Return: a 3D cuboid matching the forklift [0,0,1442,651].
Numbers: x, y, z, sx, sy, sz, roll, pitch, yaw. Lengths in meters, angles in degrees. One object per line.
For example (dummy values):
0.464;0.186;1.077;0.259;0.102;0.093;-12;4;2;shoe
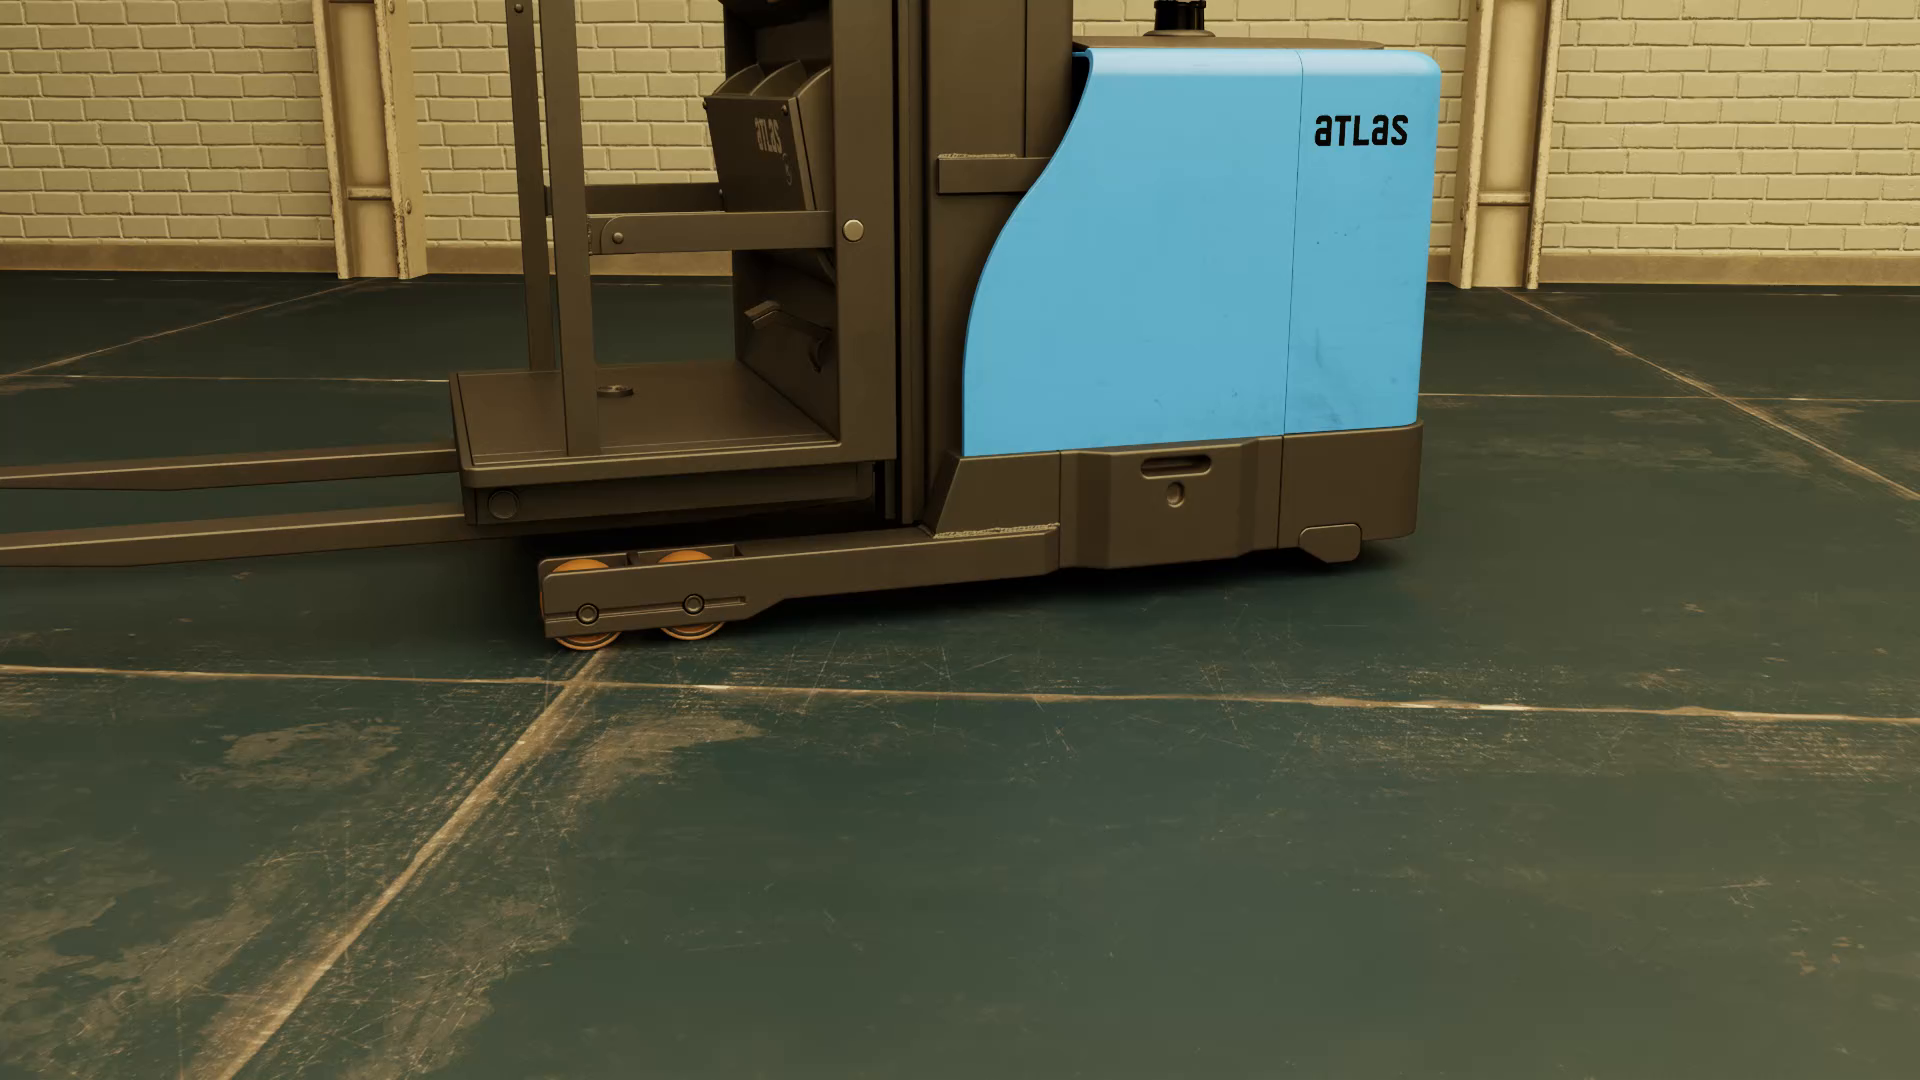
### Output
-0.580;-1.366;3.251;3.031;2.935;1.130;-5;16;-17;forklift
